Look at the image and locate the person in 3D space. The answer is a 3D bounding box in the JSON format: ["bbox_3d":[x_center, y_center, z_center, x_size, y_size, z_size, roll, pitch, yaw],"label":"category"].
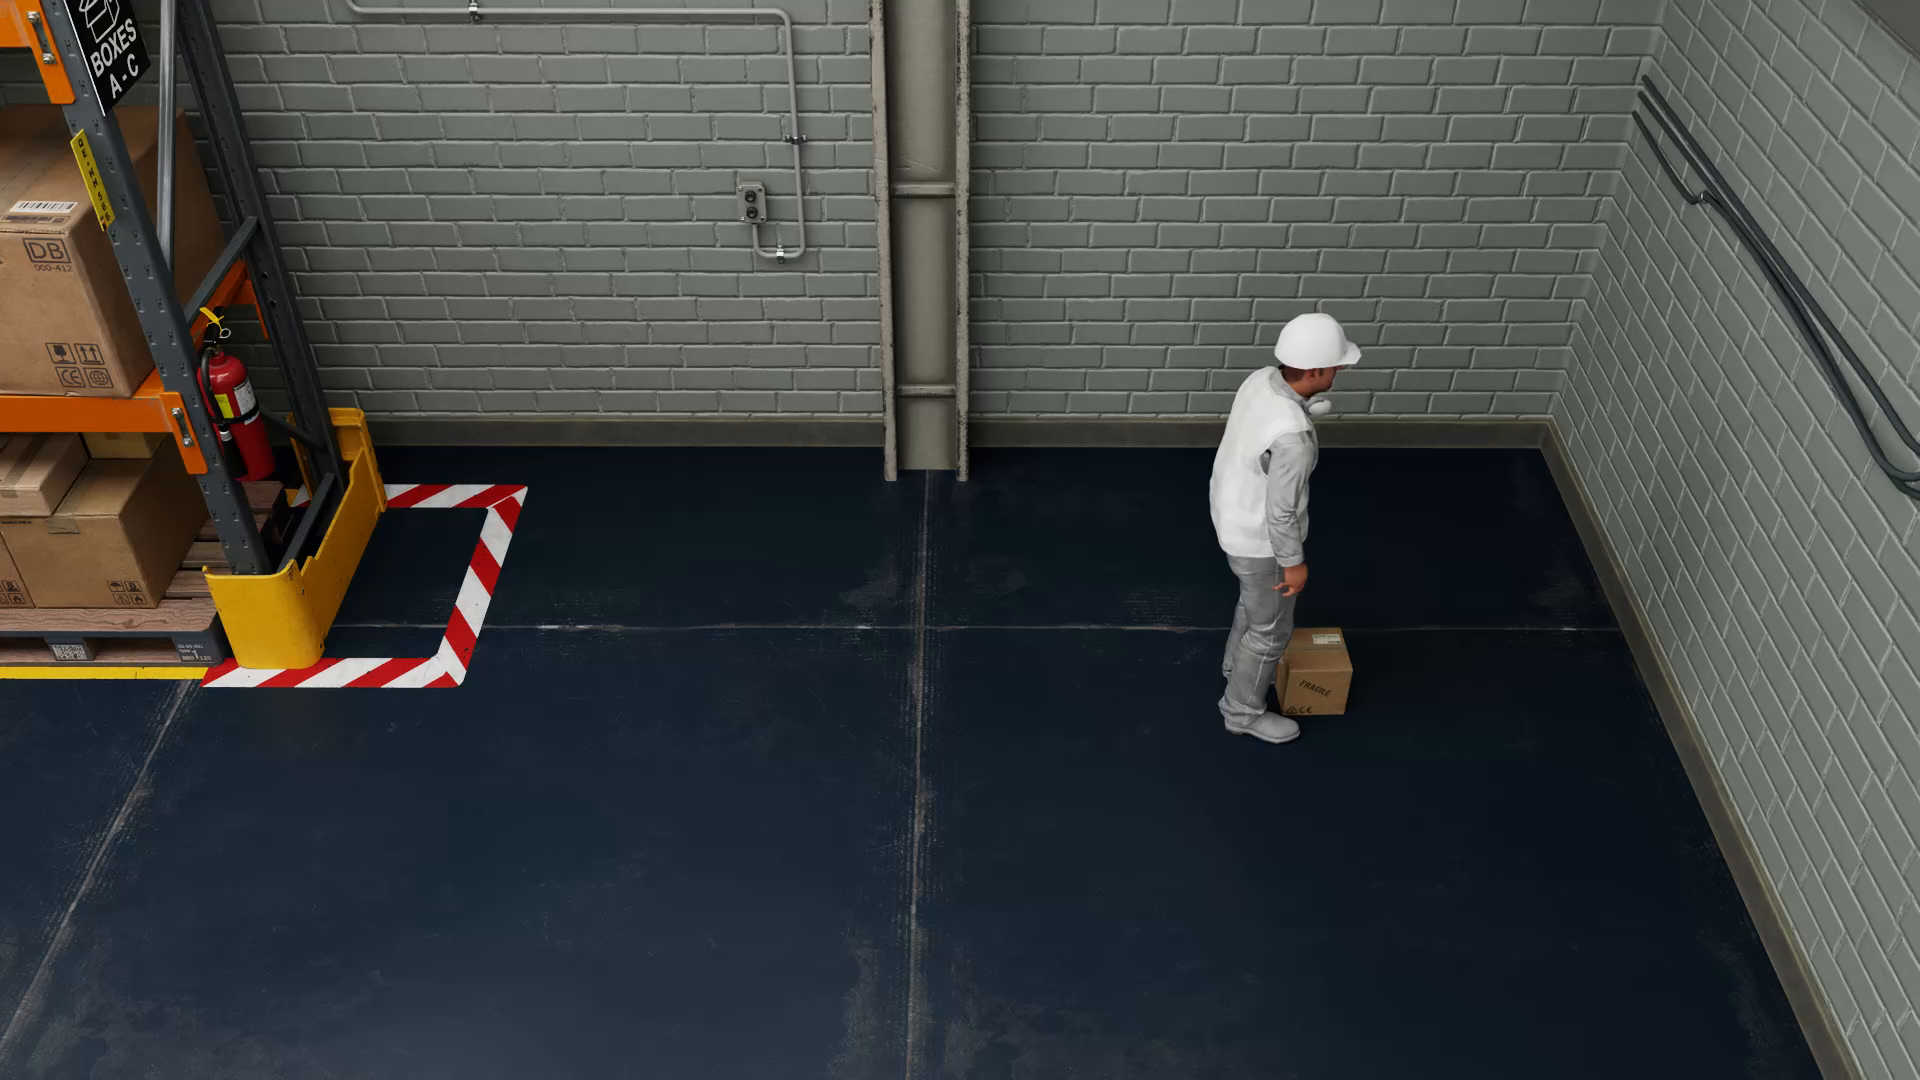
[{"bbox_3d":[1.160,-0.061,6.208,0.465,1.772,0.590,-1,39,-2],"label":"person"}]
